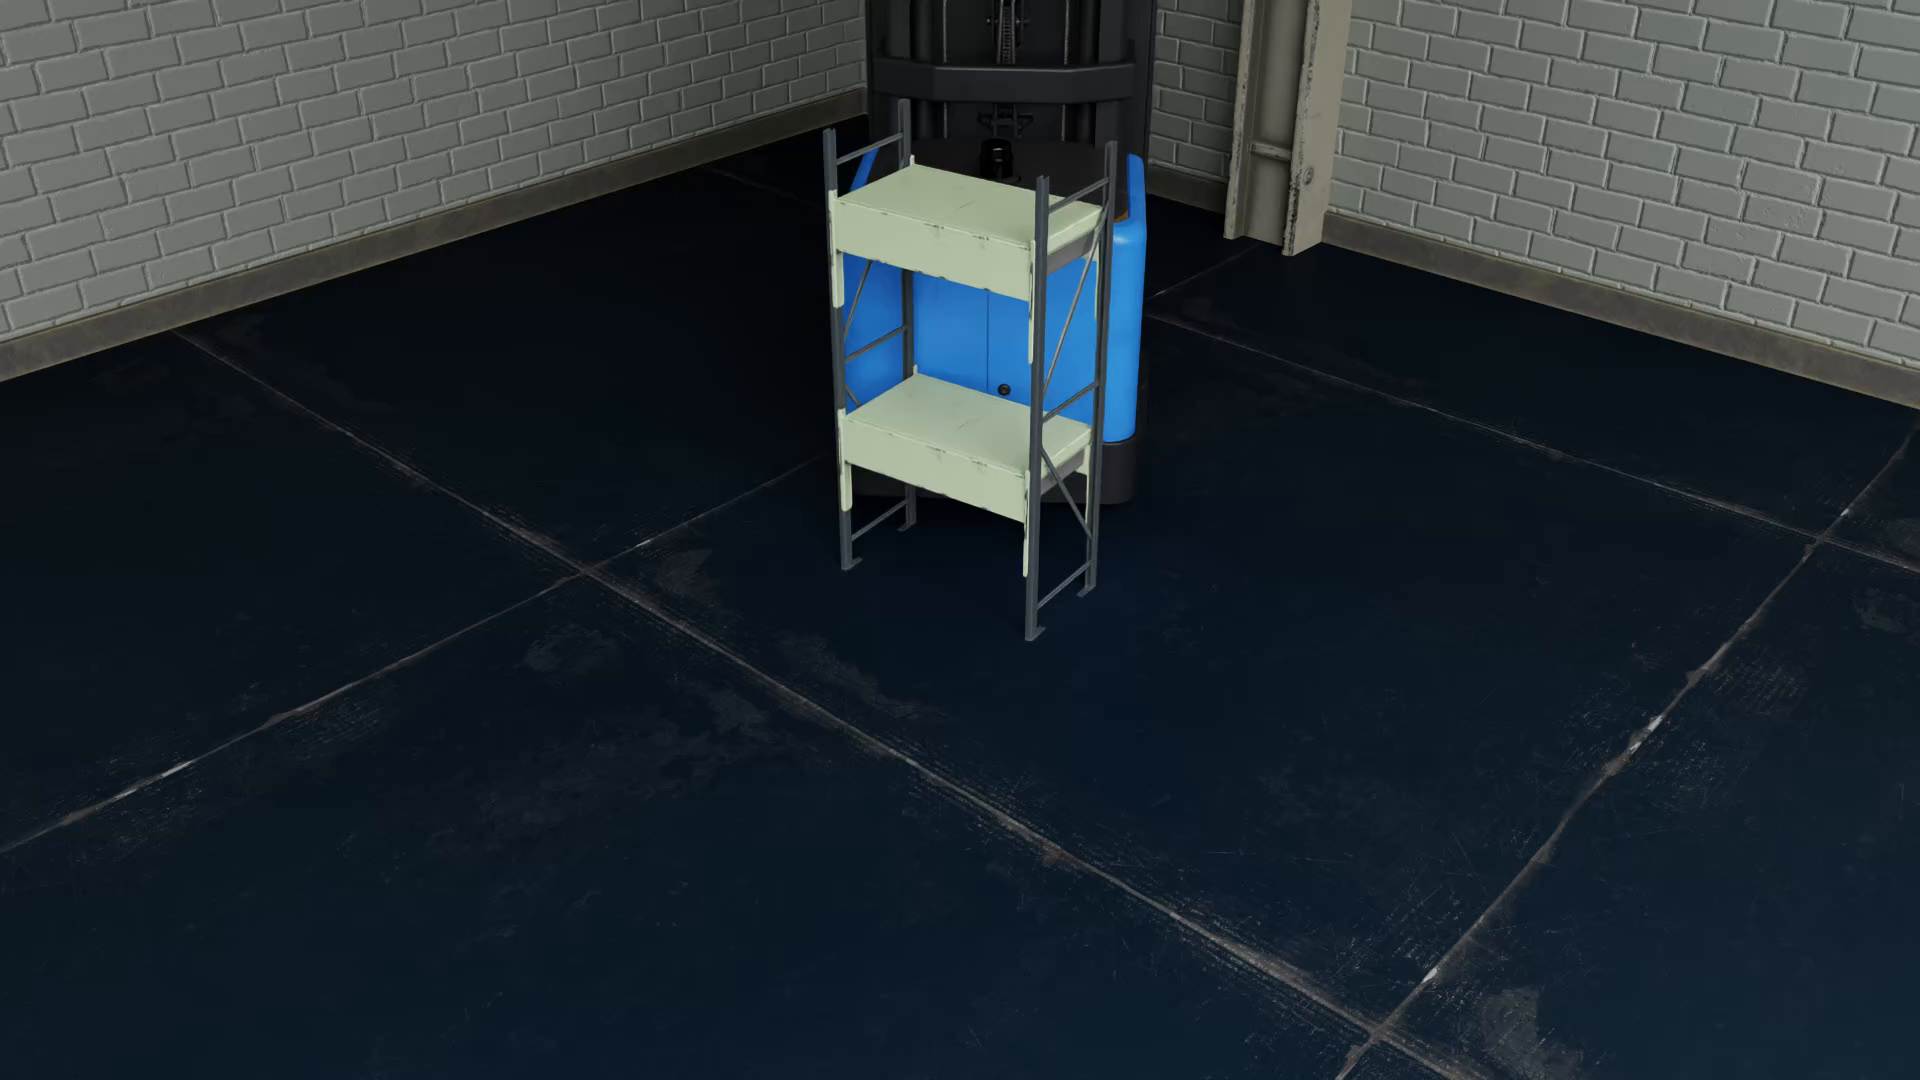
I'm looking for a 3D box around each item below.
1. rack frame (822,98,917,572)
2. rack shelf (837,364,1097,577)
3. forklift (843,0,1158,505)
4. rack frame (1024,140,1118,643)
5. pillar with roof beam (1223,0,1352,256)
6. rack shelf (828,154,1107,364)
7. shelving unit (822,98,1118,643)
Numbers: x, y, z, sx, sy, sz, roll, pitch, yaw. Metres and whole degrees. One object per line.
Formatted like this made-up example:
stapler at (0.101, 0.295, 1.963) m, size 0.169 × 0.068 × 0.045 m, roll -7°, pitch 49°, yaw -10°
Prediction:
rack frame at (-0.275, -0.623, 5.331) m, size 0.023 × 1.500 × 0.400 m, roll 20°, pitch 36°, yaw 29°
rack shelf at (0.025, -0.236, 5.320) m, size 0.720 × 0.370 × 0.431 m, roll 20°, pitch 36°, yaw 29°
forklift at (0.210, -2.112, 6.416) m, size 1.130 × 2.935 × 3.031 m, roll 2°, pitch 31°, yaw 4°
rack frame at (0.326, -0.408, 4.973) m, size 0.023 × 1.500 × 0.400 m, roll 20°, pitch 36°, yaw 29°
pillar with roof beam at (-1.338, -3.703, 3.176) m, size 0.400 × 9.000 × 9.100 m, roll 25°, pitch 39°, yaw 35°
rack shelf at (0.025, -0.850, 4.951) m, size 0.720 × 0.370 × 0.431 m, roll 20°, pitch 36°, yaw 29°
shelving unit at (0.025, -0.516, 5.152) m, size 0.755 × 1.500 × 0.431 m, roll 20°, pitch 36°, yaw 29°
